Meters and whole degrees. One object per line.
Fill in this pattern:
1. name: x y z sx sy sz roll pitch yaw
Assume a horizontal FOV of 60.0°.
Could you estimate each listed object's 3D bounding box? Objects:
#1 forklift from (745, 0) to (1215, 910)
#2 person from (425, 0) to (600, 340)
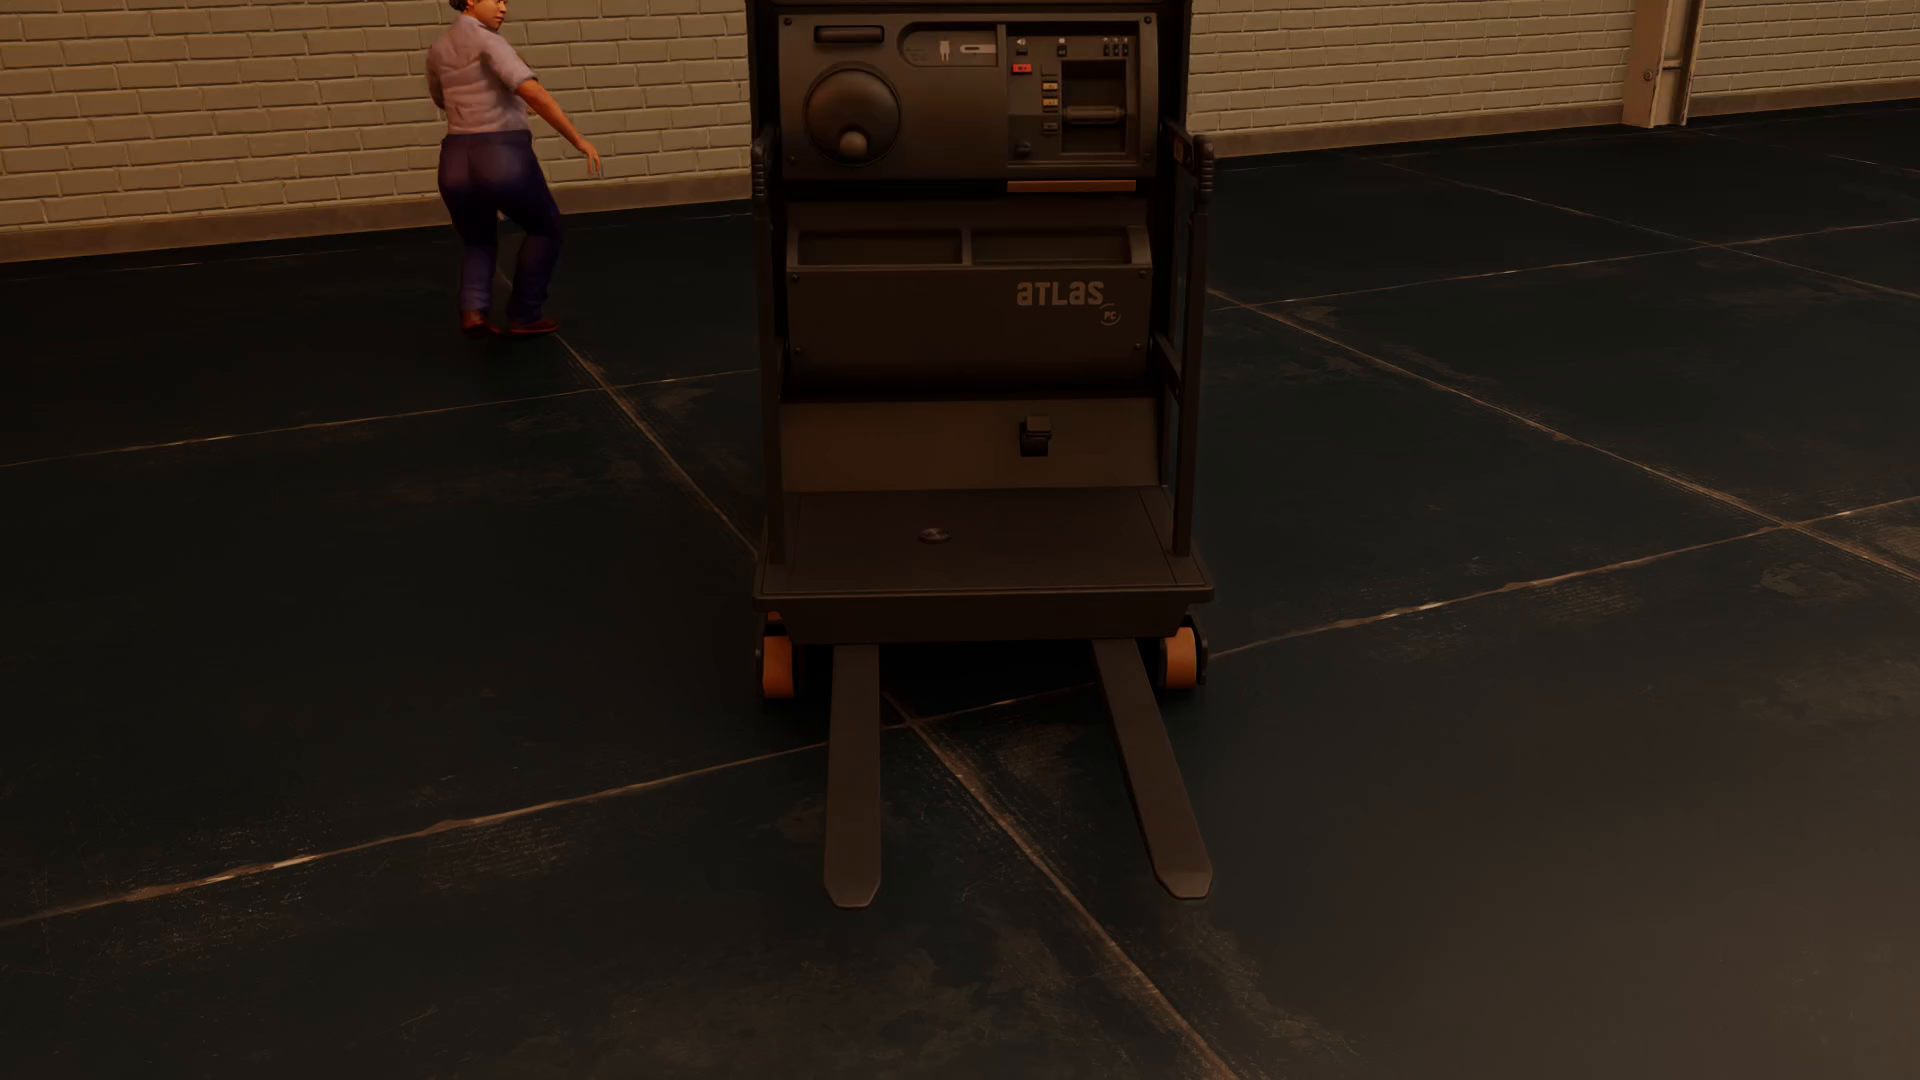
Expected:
1. forklift: 0.035 -1.081 3.889 1.130 2.935 3.031 -1 23 -3
2. person: -1.840 -1.570 6.907 0.810 1.527 0.795 7 24 17
